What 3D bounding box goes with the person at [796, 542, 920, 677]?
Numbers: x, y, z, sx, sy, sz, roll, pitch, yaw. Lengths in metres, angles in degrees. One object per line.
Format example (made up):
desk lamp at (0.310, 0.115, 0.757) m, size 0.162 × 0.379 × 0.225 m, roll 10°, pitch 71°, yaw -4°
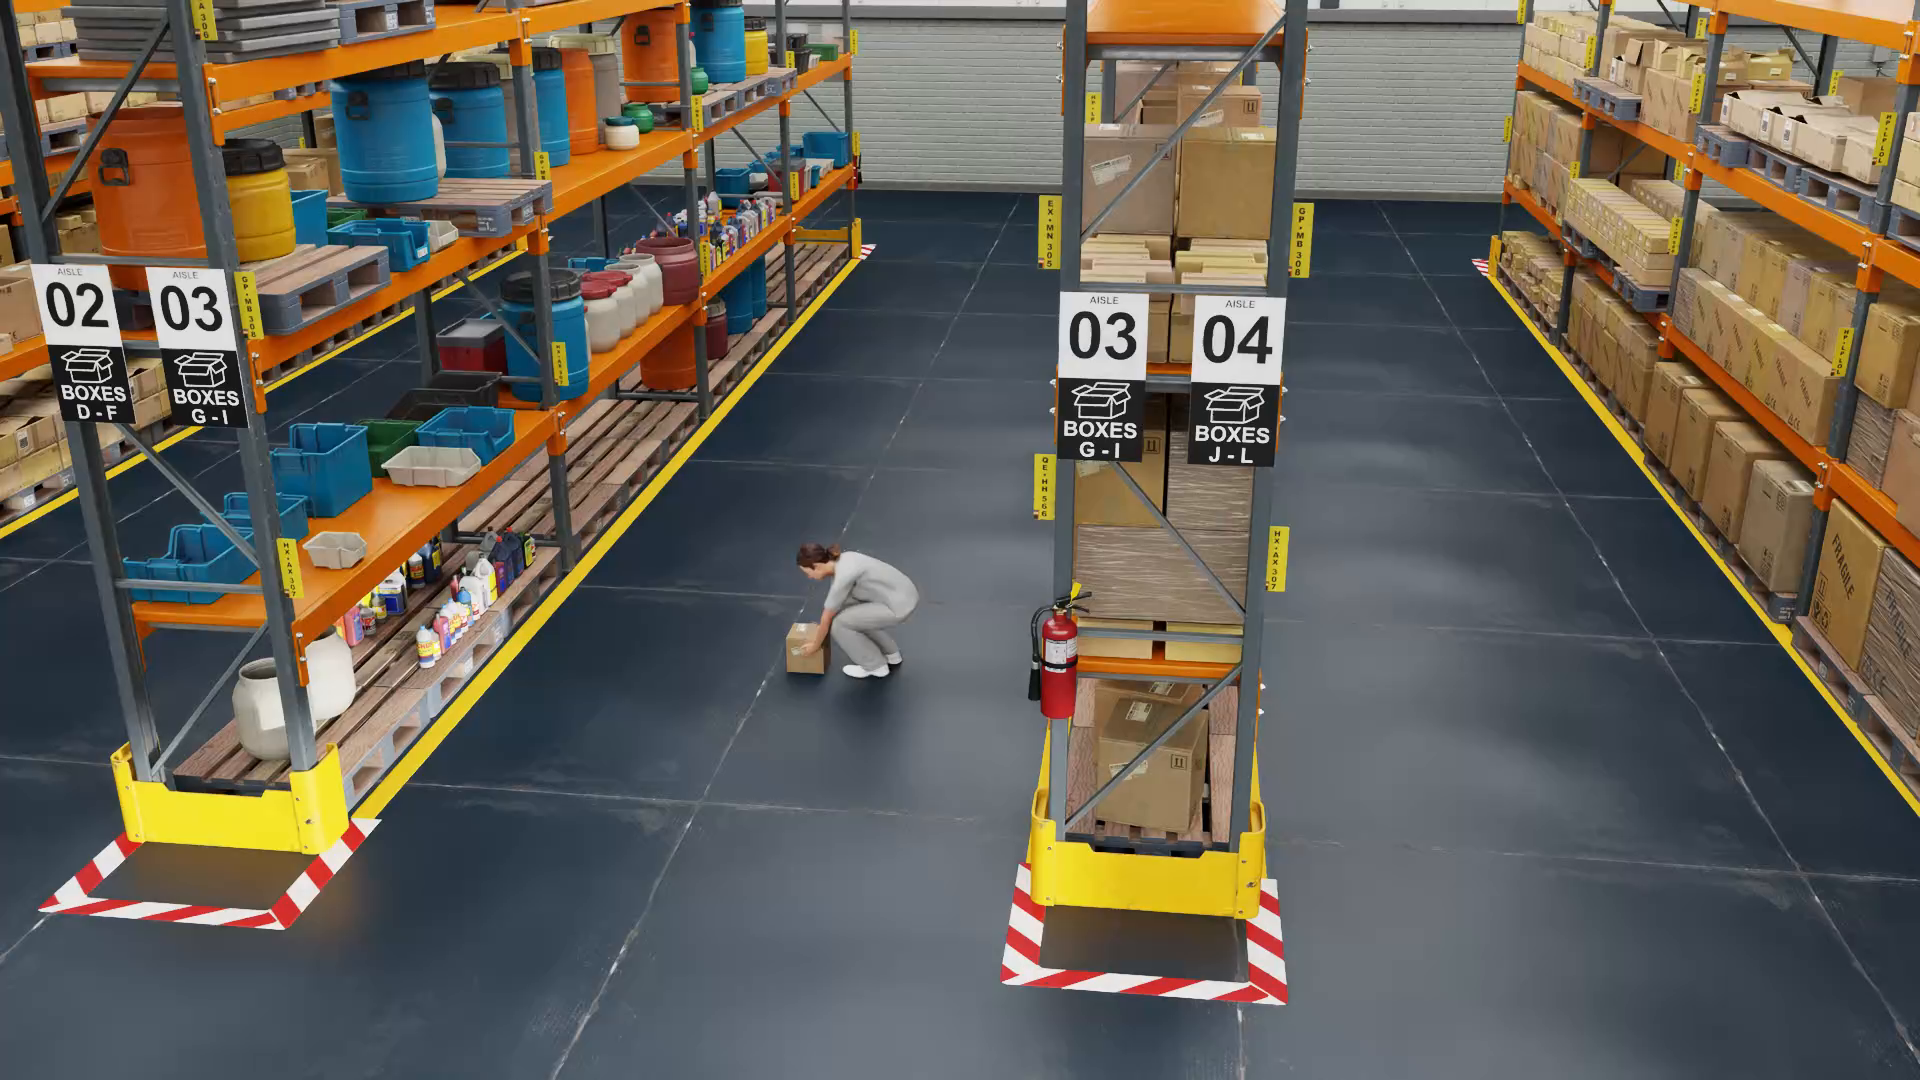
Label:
person at (-0.673, 0.443, 11.007) m, size 0.795 × 0.910 × 0.484 m, roll 2°, pitch 21°, yaw 6°
